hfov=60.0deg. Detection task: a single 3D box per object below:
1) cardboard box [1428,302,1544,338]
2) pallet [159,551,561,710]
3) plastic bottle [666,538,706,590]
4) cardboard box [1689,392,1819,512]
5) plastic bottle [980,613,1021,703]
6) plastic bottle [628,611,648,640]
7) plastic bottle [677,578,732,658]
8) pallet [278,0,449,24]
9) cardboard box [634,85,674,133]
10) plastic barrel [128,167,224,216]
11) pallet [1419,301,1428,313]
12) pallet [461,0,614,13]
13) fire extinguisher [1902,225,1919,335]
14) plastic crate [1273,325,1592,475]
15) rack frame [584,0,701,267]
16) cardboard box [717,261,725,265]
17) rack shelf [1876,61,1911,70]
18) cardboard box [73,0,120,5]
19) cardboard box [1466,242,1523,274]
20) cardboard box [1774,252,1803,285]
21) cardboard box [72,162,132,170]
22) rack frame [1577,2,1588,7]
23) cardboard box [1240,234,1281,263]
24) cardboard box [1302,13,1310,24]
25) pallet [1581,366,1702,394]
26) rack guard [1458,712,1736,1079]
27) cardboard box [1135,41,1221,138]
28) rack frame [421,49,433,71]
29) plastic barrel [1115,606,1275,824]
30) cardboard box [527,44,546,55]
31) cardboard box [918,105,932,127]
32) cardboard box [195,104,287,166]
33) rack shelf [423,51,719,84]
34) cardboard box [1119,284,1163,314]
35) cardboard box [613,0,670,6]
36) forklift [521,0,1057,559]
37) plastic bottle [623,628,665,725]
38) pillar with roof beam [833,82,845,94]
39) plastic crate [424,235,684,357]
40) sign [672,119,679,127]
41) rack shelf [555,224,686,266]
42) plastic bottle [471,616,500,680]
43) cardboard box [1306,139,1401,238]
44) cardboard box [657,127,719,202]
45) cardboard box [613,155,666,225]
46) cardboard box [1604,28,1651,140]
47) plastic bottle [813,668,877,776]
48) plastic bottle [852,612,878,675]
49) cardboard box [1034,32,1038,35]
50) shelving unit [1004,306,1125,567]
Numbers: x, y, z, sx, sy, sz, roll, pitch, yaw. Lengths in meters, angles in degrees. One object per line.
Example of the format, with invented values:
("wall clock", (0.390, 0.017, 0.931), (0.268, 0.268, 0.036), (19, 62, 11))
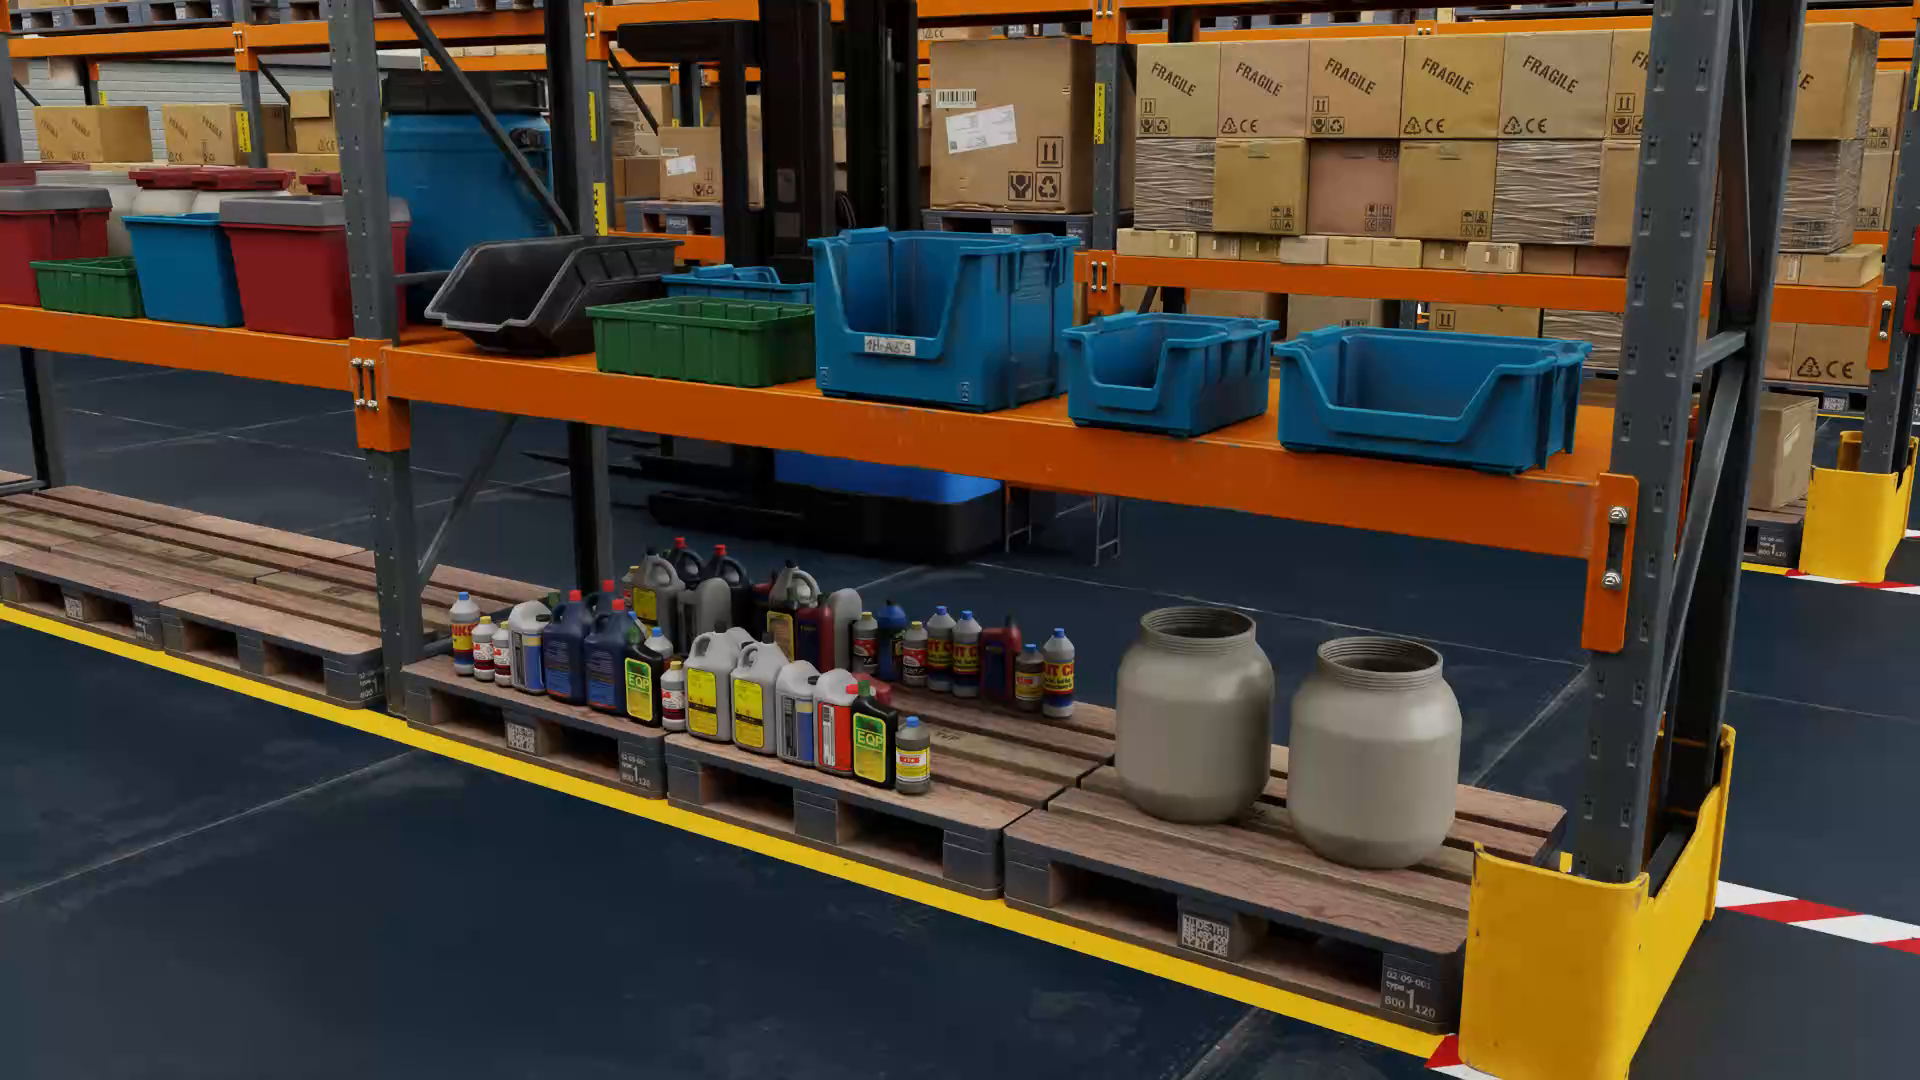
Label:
("cardboard box", (4.418, -1.970, 13.586), (0.875, 0.875, 0.875), (9, 17, 34))
("pallet", (-2.355, 0.323, 6.577), (1.213, 0.211, 1.003), (9, 17, 33))
("plastic bottle", (-0.986, 0.169, 5.997), (0.185, 0.351, 0.144), (9, 16, 31))
("cardboard box", (3.893, -0.461, 8.272), (0.500, 0.500, 0.500), (13, 19, 43))
("plastic bottle", (0.130, 0.370, 5.325), (0.133, 0.283, 0.061), (10, 17, 34))
("plastic bottle", (-1.055, 0.365, 5.370), (0.097, 0.271, 0.097), (0, 14, 0))
("plastic bottle", (-0.889, 0.264, 5.769), (0.135, 0.276, 0.152), (9, 17, 33))
("pallet", (-4.767, -4.243, 13.377), (1.217, 0.209, 0.805), (8, 16, 31))
("cardboard box", (-3.244, -4.656, 17.981), (0.500, 0.500, 0.500), (9, 16, 31))
("plastic barrel", (-3.321, -1.327, 7.159), (0.433, 0.535, 0.433), (0, 14, 0))
("pallet", (4.950, -2.810, 19.236), (1.213, 0.211, 1.003), (9, 17, 33))
("pallet", (-2.800, -3.897, 11.973), (1.003, 0.211, 1.213), (10, 17, 35))
("fire extinguisher", (4.240, -1.239, 7.247), (0.183, 0.674, 0.296), (9, 17, 33))
("plastic crate", (1.055, -0.331, 3.729), (0.616, 0.251, 0.499), (9, 17, 33))
("rack frame", (-2.236, -2.457, 12.005), (0.127, 3.000, 1.000), (9, 17, 33))
("cardboard box", (-2.238, -2.807, 17.748), (0.500, 0.500, 0.500), (10, 17, 35))
("rack shelf", (11.040, -5.725, 20.462), (4.000, 0.370, 1.077), (9, 17, 33))
("cardboard box", (-7.557, -5.068, 15.022), (0.500, 0.500, 0.700), (8, 16, 29))
("cardboard box", (2.747, -1.439, 8.417), (0.250, 0.149, 0.380), (9, 17, 33))
("cardboard box", (3.843, -1.292, 7.825), (0.250, 0.149, 0.380), (9, 17, 33))
("cardboard box", (-7.777, -3.346, 15.292), (0.500, 0.250, 0.500), (9, 16, 31))
("rack frame", (6.614, -6.808, 17.099), (0.127, 3.000, 1.000), (9, 17, 33))
("cardboard box", (1.729, -1.614, 9.122), (0.250, 0.149, 0.380), (9, 17, 33))
("cardboard box", (4.075, -5.808, 19.093), (0.500, 0.500, 0.700), (9, 17, 33))
("pallet", (5.539, -1.261, 12.978), (1.213, 0.211, 1.003), (9, 17, 33))
("rack guard", (1.548, 0.816, 3.985), (0.348, 0.500, 1.175), (9, 17, 33))
("cardboard box", (1.314, -2.487, 9.221), (0.500, 0.500, 0.500), (9, 17, 33))
("rack frame", (-6.022, -4.505, 20.279), (0.127, 3.000, 1.000), (9, 17, 33))
("plastic barrel", (0.633, 0.467, 4.496), (0.421, 0.512, 0.421), (0, 14, 0))
("cardboard box", (-4.501, -5.568, 18.642), (0.500, 0.250, 0.500), (9, 17, 33))
("cardboard box", (-0.570, -5.511, 22.055), (0.500, 0.500, 0.500), (9, 17, 32))
("cardboard box", (-6.086, -3.437, 14.097), (0.500, 0.500, 0.500), (10, 17, 34))
("rack shelf", (-4.363, -5.343, 18.921), (4.000, 0.370, 1.077), (9, 17, 33))
("cardboard box", (1.798, -2.328, 15.291), (0.750, 0.750, 1.050), (9, 17, 34))
("cardboard box", (-1.988, -3.726, 11.203), (0.500, 0.250, 0.500), (10, 17, 34))
("forklift", (-1.025, -1.577, 8.593), (3.031, 2.935, 1.130), (9, 16, 31))
("plastic bottle", (-0.973, 0.419, 5.125), (0.133, 0.283, 0.061), (10, 17, 35))
("pillar with roof beam", (-4.713, -9.091, 26.319), (0.400, 9.000, 9.100), (9, 17, 33))
("plastic crate", (-1.318, -0.807, 5.470), (0.504, 0.338, 0.767), (9, 17, 33))
("sign", (-3.000, -4.279, 17.567), (0.005, 0.325, 0.100), (9, 17, 33))
("rack shelf", (-3.896, -2.376, 13.175), (4.000, 0.370, 1.077), (9, 17, 33))
("plastic bottle", (-1.577, 0.356, 5.551), (0.097, 0.201, 0.097), (0, 14, 0))
("cardboard box", (2.288, -1.919, 9.007), (0.500, 0.500, 0.875), (9, 17, 33))
("cardboard box", (-1.766, -2.645, 11.682), (0.500, 0.500, 0.500), (7, 15, 26))
("cardboard box", (-2.488, -2.625, 12.475), (0.500, 0.500, 0.500), (10, 17, 34))
("cardboard box", (3.390, -2.152, 7.868), (0.500, 0.500, 0.500), (9, 17, 33))
("plastic bottle", (-0.325, 0.514, 4.756), (0.135, 0.276, 0.152), (9, 17, 33))
("plastic bottle", (-0.313, 0.343, 5.603), (0.097, 0.201, 0.097), (0, 14, 0))
("cardboard box", (0.830, -6.276, 20.803), (0.250, 0.166, 0.380), (8, 16, 29))
("shelving unit", (0.489, -0.512, 7.893), (0.503, 1.200, 0.258), (9, 16, 31))
